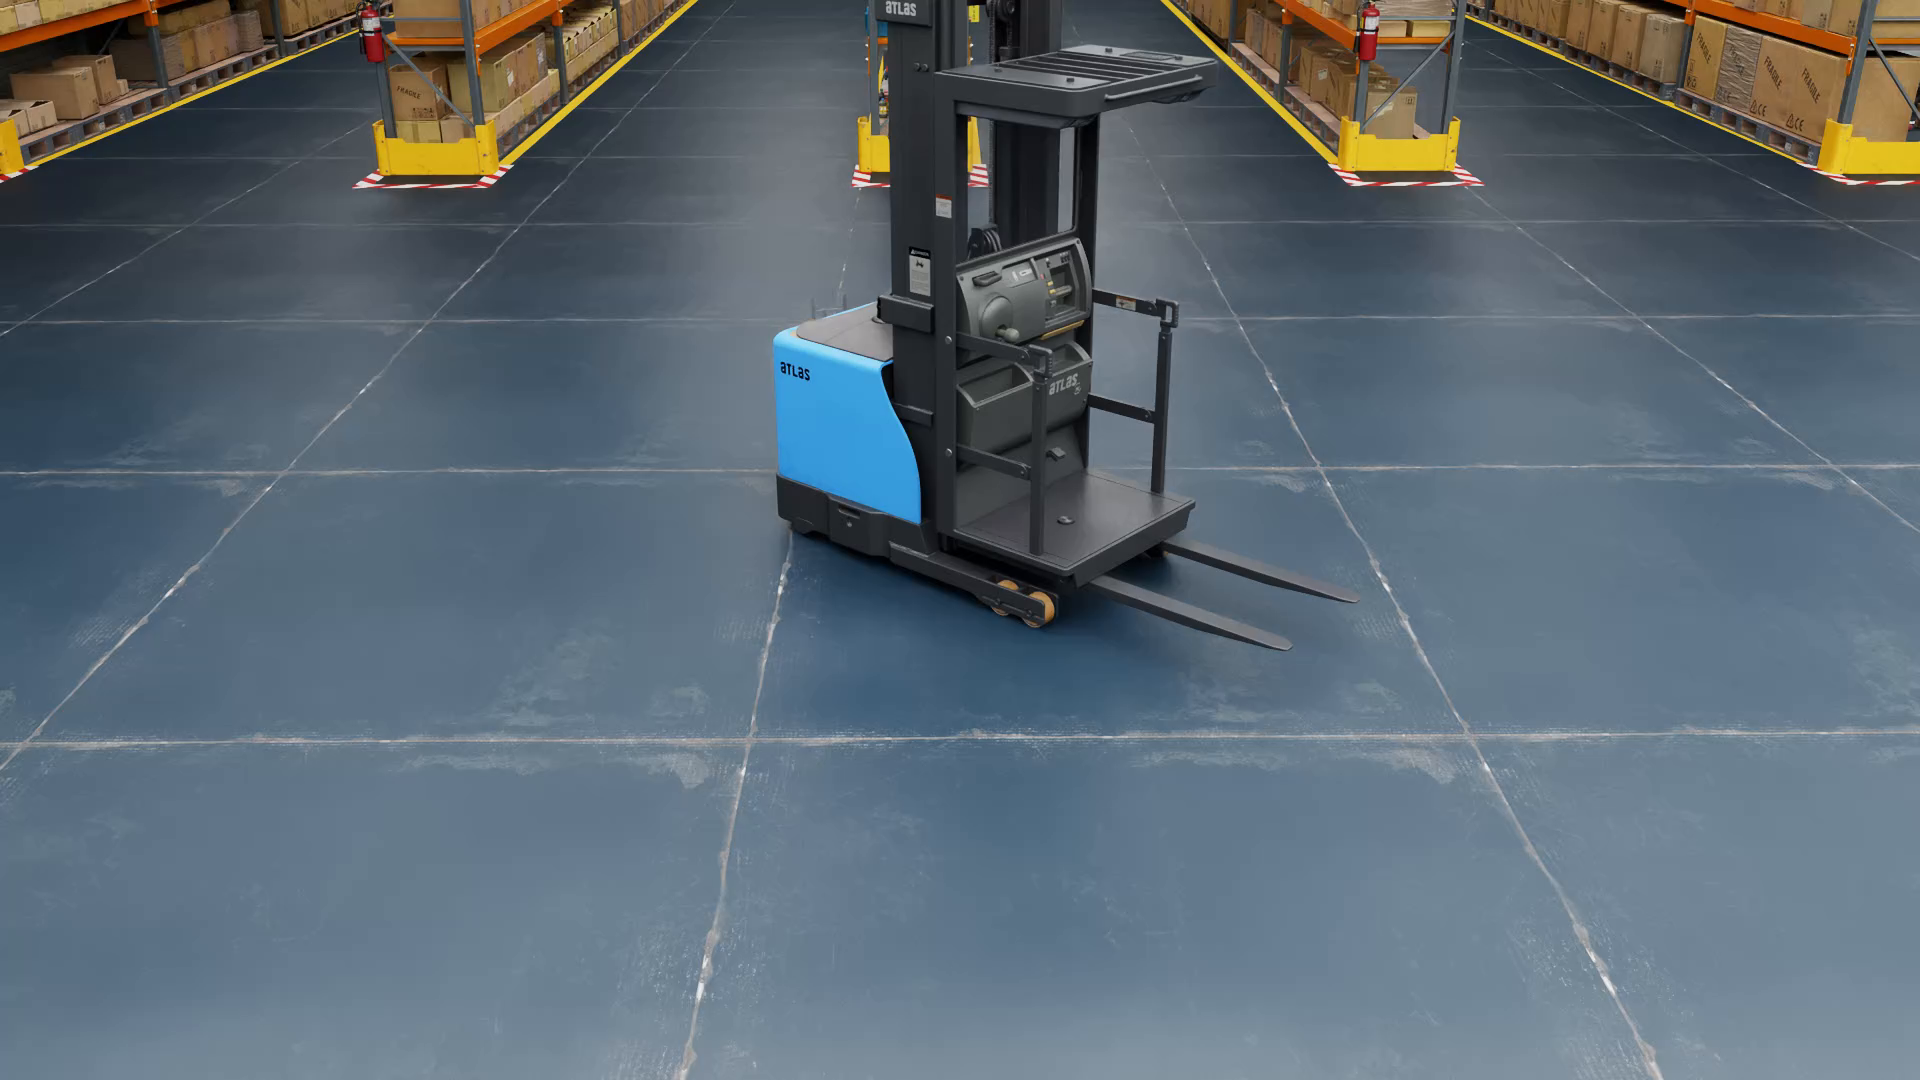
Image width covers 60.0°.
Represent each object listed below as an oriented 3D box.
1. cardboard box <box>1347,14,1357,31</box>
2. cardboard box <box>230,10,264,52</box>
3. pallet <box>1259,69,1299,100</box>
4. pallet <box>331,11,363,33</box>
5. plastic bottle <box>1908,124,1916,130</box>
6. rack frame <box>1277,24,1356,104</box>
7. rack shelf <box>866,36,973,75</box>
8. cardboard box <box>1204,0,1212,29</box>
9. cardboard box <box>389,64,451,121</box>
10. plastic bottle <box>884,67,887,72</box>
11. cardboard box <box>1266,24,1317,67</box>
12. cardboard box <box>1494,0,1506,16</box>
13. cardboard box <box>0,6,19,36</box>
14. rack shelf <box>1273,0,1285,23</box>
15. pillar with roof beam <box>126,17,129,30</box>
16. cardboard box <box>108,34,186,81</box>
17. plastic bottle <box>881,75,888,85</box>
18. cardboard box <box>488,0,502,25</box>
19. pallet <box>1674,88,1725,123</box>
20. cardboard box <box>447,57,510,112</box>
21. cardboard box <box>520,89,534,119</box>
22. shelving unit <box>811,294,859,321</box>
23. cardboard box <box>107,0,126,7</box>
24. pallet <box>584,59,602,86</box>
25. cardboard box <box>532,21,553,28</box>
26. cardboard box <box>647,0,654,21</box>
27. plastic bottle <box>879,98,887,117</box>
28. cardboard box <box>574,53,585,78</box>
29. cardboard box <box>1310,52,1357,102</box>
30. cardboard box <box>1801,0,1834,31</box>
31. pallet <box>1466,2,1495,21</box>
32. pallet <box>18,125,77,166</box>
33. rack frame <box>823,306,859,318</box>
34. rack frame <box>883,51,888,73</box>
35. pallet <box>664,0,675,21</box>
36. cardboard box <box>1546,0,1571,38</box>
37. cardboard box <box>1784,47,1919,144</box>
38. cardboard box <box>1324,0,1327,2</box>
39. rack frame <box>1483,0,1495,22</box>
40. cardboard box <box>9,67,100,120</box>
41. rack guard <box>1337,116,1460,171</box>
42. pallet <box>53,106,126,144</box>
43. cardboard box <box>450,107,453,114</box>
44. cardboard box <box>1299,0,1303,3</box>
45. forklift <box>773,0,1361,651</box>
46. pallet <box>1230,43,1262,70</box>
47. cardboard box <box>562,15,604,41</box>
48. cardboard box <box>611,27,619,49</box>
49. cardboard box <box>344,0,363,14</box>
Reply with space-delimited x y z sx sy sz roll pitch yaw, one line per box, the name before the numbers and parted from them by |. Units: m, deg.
cardboard box | 4.276 -5.427 17.414 0.380 0.149 0.250 0 24 -1
cardboard box | -10.344 -7.214 23.560 0.700 0.500 0.500 0 24 0
pallet | 4.488 -5.918 21.578 1.003 0.211 1.213 0 24 -1
pallet | -10.364 -8.509 27.308 1.003 0.211 1.213 0 24 -1
plastic bottle | 10.902 -4.774 19.231 0.283 0.061 0.133 -9 26 -19
rack frame | 4.498 -6.868 20.294 1.000 3.000 0.127 0 24 -1
rack shelf | -0.432 -5.693 18.571 1.077 0.370 4.000 0 24 -1
cardboard box | 4.466 -8.391 25.731 1.225 0.875 0.875 0 24 0
cardboard box | -5.667 -4.676 17.366 0.500 0.500 0.500 0 24 -1
plastic bottle | -0.889 -5.669 20.422 0.097 0.271 0.097 0 24 0
cardboard box | 4.520 -6.609 22.223 0.700 0.500 0.500 -2 24 -5
cardboard box | 9.115 -8.891 27.293 0.500 0.500 0.500 1 24 1
cardboard box | -10.005 -5.296 16.977 0.500 0.250 0.500 -1 24 -2
rack shelf | 4.477 -7.364 22.265 1.077 0.370 4.000 0 24 -1
pillar with roof beam | -6.950 -10.662 21.405 9.100 9.000 0.400 0 24 -1
cardboard box | -10.385 -6.165 21.242 0.700 0.500 0.500 1 24 1
plastic bottle | -0.854 -5.251 19.402 0.144 0.351 0.185 0 24 -1
cardboard box | -5.366 -5.835 17.891 0.700 0.500 0.500 0 24 0
pallet | 9.389 -5.264 20.133 1.003 0.211 1.213 0 24 -1
cardboard box | -5.154 -4.884 17.827 0.500 0.500 0.500 0 24 -1
cardboard box | -5.162 -4.955 18.893 0.500 0.250 0.500 0 24 -1
shelving unit | -0.683 -0.823 9.296 0.215 1.050 0.252 -9 26 -18
cardboard box | -10.055 -6.342 19.291 0.500 0.250 0.500 0 24 0
pallet | -5.471 -6.361 22.559 1.003 0.211 1.213 0 24 -1
cardboard box | -5.715 -6.811 22.317 0.500 0.311 0.500 -1 24 -1
cardboard box | -5.201 -8.570 26.558 0.500 0.500 0.500 0 24 0
plastic bottle | -0.869 -4.877 18.756 0.097 0.201 0.097 0 24 0
cardboard box | -5.168 -6.141 21.515 0.500 0.250 0.500 0 24 1
cardboard box | 4.477 -5.519 19.836 0.500 0.500 0.500 8 25 16
cardboard box | 9.426 -5.647 17.415 0.875 0.550 0.550 0 24 -1
pallet | 9.329 -9.151 28.727 1.003 0.211 1.213 0 24 -1
pallet | -10.291 -4.248 17.887 1.003 0.211 1.213 0 24 -1
rack frame | -0.641 -0.776 9.192 0.200 1.050 0.008 -9 26 -18
rack frame | -0.454 -6.845 20.245 1.000 3.000 0.127 0 24 -1
pallet | -5.501 -9.133 28.688 1.003 0.211 1.213 0 24 -1
cardboard box | 9.147 -7.819 24.922 0.500 0.500 0.500 0 24 -1
cardboard box | 9.429 -4.702 17.576 0.875 0.875 0.875 0 24 0
cardboard box | 4.482 -6.245 18.435 0.875 0.500 0.500 0 24 -1
rack frame | 9.372 -10.145 27.540 1.000 3.000 0.127 0 24 -1
cardboard box | -10.199 -5.037 18.746 0.700 0.500 0.500 -2 24 -4
rack guard | 4.541 -4.112 17.234 1.175 0.500 0.348 0 24 -1
pallet | -10.302 -4.750 18.995 1.003 0.211 1.213 0 24 -1
cardboard box | -5.682 -4.540 17.976 0.500 0.250 0.500 0 24 -1
cardboard box | 4.220 -6.457 19.692 0.380 0.149 0.250 0 24 -1
forklift | 0.475 -1.168 7.775 3.031 2.935 1.130 19 31 36
pallet | 4.462 -6.923 23.801 1.003 0.211 1.213 0 24 -1
cardboard box | -5.184 -7.030 22.800 0.500 0.311 0.500 0 24 -1
cardboard box | -5.201 -7.196 23.847 0.500 0.250 0.500 0 24 1
cardboard box | -10.311 -9.042 27.201 0.750 0.750 0.750 0 24 0
